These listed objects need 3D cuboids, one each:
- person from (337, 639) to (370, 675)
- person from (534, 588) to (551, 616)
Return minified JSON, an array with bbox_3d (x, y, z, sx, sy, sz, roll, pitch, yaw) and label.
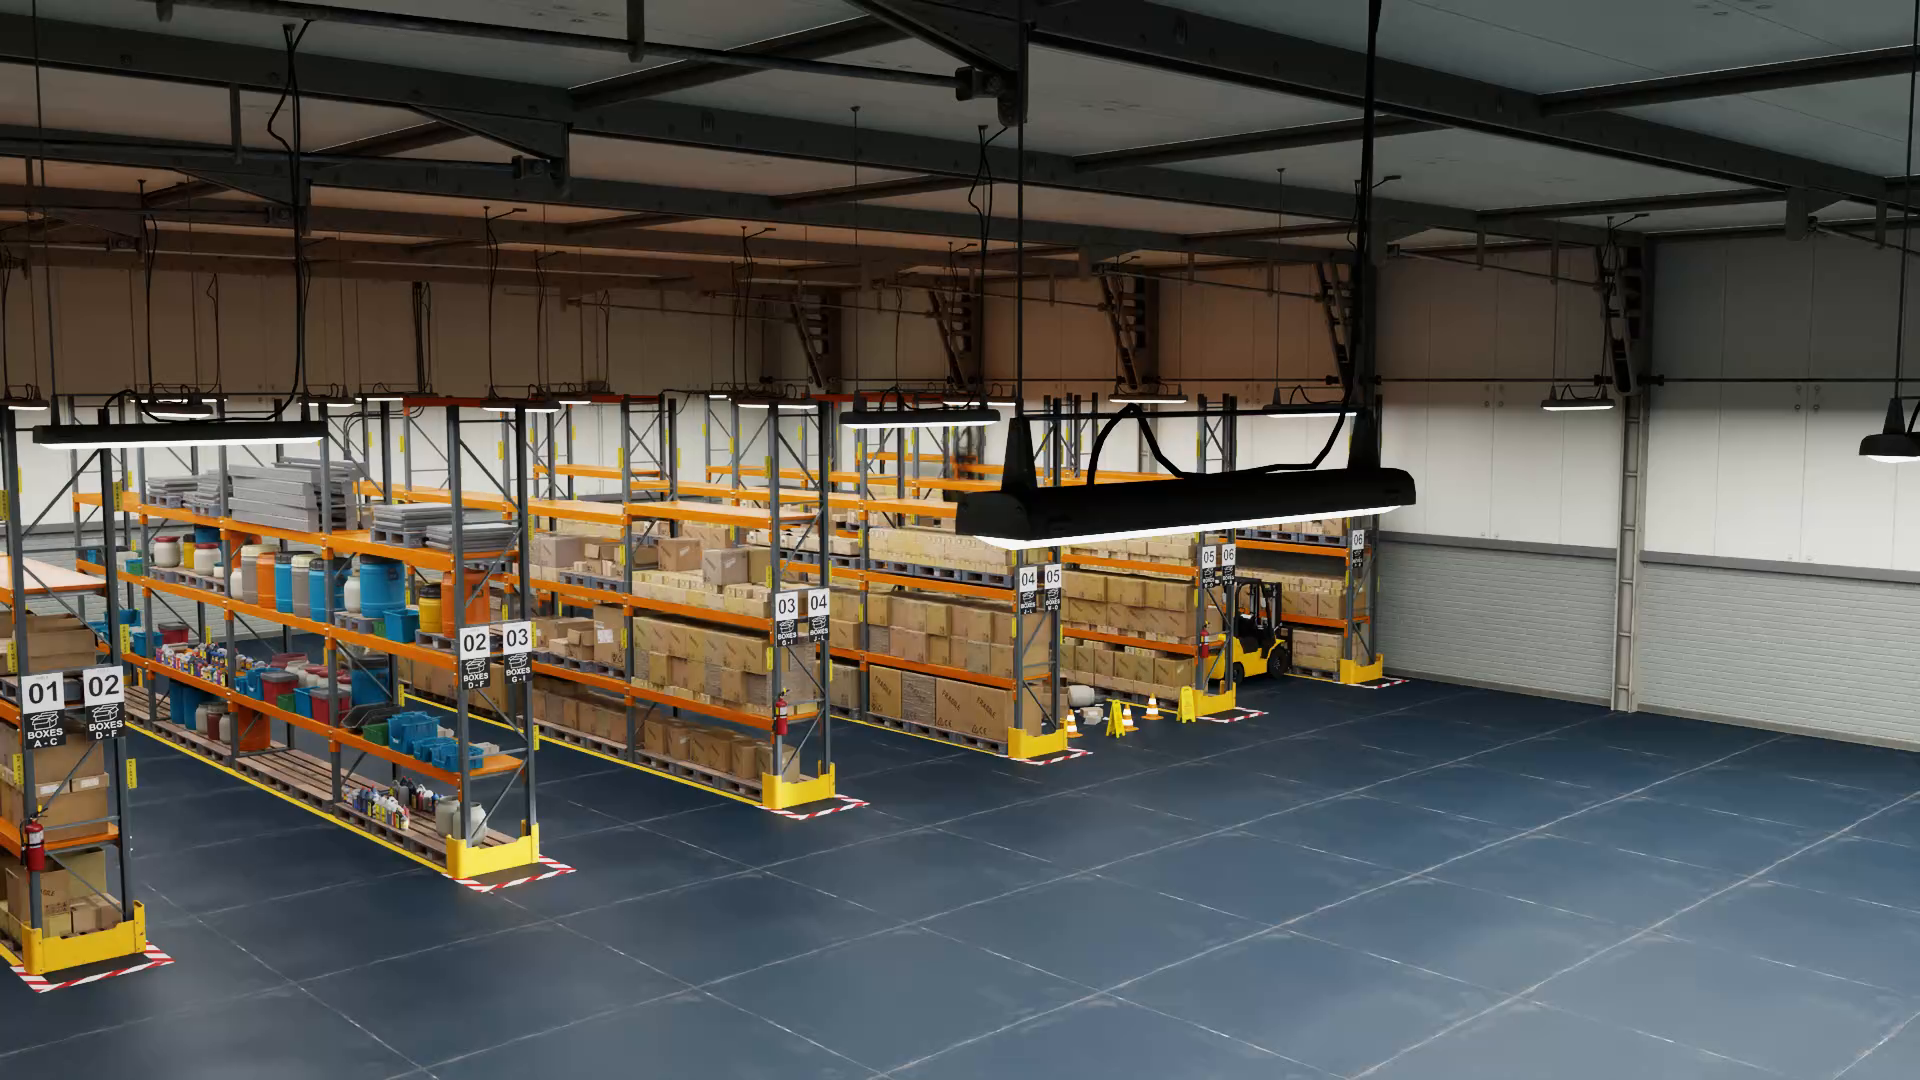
[{"bbox_3d":[-12.043,2.373,33.010,0.655,1.628,0.968,-5,7,-40],"label":"person"},{"bbox_3d":[-10.316,1.498,41.214,0.626,1.782,0.762,2,6,20],"label":"person"}]
